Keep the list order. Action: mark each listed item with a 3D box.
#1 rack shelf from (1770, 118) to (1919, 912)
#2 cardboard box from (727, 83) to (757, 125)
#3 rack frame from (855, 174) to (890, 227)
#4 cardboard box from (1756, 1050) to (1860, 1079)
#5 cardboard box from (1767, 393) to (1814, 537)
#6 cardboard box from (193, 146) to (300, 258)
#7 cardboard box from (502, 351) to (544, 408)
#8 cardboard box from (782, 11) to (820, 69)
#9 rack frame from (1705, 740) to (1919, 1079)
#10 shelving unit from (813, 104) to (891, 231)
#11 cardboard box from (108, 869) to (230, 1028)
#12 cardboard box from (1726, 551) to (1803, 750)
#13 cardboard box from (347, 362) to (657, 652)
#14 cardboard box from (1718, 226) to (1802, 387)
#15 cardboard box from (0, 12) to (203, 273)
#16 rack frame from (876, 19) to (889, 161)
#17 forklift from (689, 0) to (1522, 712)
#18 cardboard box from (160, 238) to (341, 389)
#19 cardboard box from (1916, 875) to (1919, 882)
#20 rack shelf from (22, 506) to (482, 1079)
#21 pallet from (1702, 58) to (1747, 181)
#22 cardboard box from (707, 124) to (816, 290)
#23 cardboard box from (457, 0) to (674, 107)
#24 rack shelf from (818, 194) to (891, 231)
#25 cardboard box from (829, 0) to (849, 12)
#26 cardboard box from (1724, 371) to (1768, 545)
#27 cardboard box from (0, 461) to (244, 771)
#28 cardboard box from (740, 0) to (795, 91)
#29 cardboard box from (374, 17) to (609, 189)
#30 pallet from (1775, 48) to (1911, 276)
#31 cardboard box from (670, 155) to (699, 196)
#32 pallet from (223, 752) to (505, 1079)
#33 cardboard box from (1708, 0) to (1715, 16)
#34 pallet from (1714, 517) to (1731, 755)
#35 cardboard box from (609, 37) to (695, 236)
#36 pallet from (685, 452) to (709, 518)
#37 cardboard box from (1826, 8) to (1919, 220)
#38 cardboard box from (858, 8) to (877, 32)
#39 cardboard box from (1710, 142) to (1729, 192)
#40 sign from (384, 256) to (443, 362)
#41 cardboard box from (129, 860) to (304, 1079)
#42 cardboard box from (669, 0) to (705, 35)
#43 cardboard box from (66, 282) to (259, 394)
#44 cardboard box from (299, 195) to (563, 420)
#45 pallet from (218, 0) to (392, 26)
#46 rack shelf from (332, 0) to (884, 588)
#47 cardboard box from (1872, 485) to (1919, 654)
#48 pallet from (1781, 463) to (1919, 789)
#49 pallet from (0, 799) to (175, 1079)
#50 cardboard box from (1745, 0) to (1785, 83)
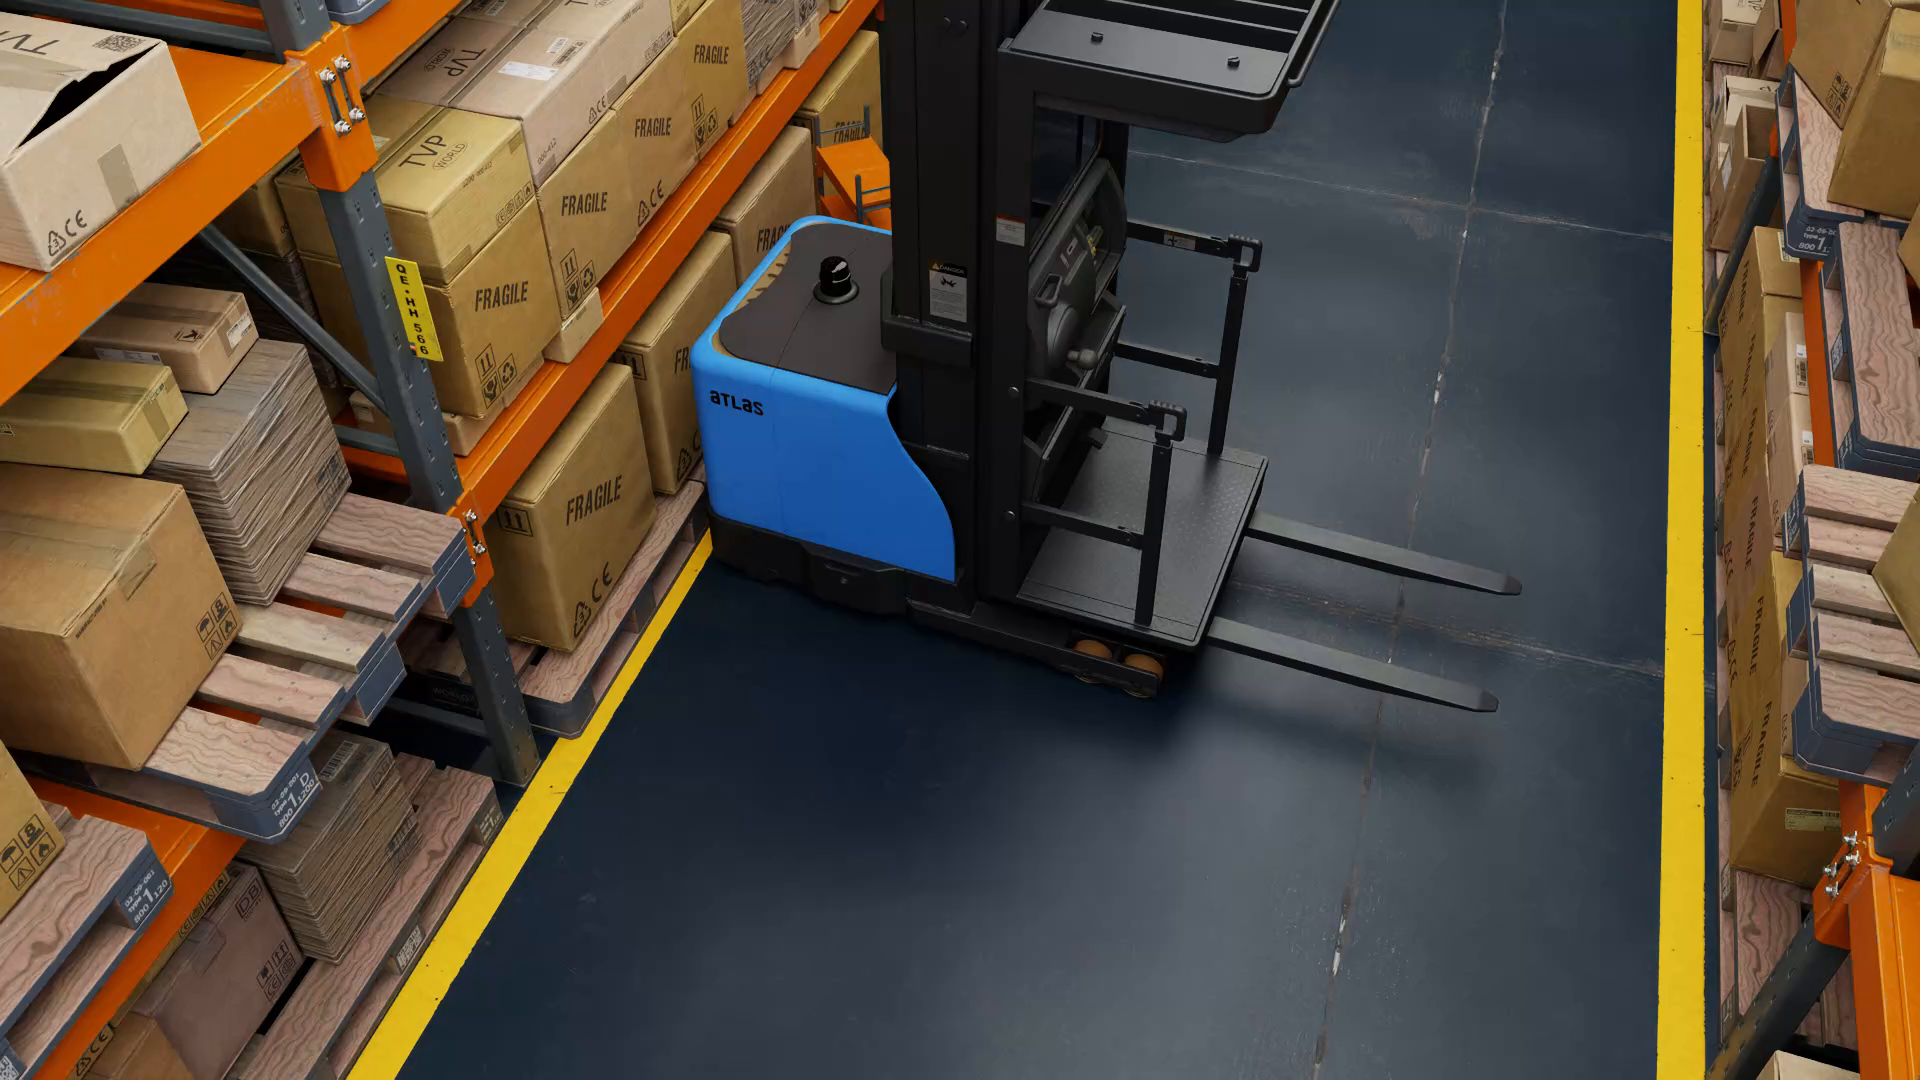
[{"bbox_3d":[3.341,-0.369,5.497,1.077,0.370,4.000,13,46,13],"label":"rack shelf"},{"bbox_3d":[-1.035,-1.801,6.611,0.380,0.149,0.250,11,46,11],"label":"cardboard box"},{"bbox_3d":[-0.298,-1.023,6.938,0.240,1.200,0.015,-17,47,-16],"label":"rack frame"},{"bbox_3d":[2.297,1.626,4.208,0.500,0.311,0.500,14,46,14],"label":"cardboard box"},{"bbox_3d":[3.113,-0.219,5.766,0.500,0.250,0.500,12,46,12],"label":"cardboard box"},{"bbox_3d":[-2.097,-1.114,4.909,0.500,0.250,0.500,14,46,14],"label":"cardboard box"},{"bbox_3d":[-1.582,-0.594,5.377,0.380,0.149,0.250,13,46,13],"label":"cardboard box"},{"bbox_3d":[-0.808,-2.113,6.930,0.380,0.149,0.250,13,46,13],"label":"cardboard box"},{"bbox_3d":[2.735,0.707,3.883,1.000,3.000,0.127,13,46,13],"label":"rack frame"},{"bbox_3d":[-0.393,-1.180,7.098,0.258,1.200,0.503,-17,47,-16],"label":"shelving unit"},{"bbox_3d":[-2.388,0.986,4.534,0.500,0.250,0.500,13,46,13],"label":"cardboard box"},{"bbox_3d":[2.952,0.425,5.644,0.500,0.500,0.500,11,45,11],"label":"cardboard box"},{"bbox_3d":[-1.639,-0.184,6.030,0.750,0.750,0.750,12,46,12],"label":"cardboard box"},{"bbox_3d":[3.568,-0.952,7.051,0.500,0.500,0.500,11,45,11],"label":"cardboard box"},{"bbox_3d":[-1.948,-0.850,3.379,0.500,0.311,0.500,13,46,13],"label":"cardboard box"},{"bbox_3d":[-0.776,-3.006,7.677,1.000,3.000,0.127,13,46,13],"label":"rack frame"},{"bbox_3d":[0.585,-0.889,5.562,3.031,2.935,1.130,15,46,15],"label":"forklift"},{"bbox_3d":[-2.095,-0.860,5.185,0.500,0.500,0.500,13,46,13],"label":"cardboard box"},{"bbox_3d":[3.298,0.850,5.209,0.500,0.500,0.500,11,45,11],"label":"cardboard box"},{"bbox_3d":[-2.593,1.250,3.842,1.077,0.370,4.000,13,46,13],"label":"rack shelf"},{"bbox_3d":[4.523,-2.236,8.884,1.003,0.211,1.213,13,46,13],"label":"pallet"},{"bbox_3d":[-1.115,-1.334,7.205,0.750,0.750,0.750,14,46,14],"label":"cardboard box"},{"bbox_3d":[-1.294,-1.698,5.506,0.500,0.250,0.500,13,46,13],"label":"cardboard box"},{"bbox_3d":[-0.393,-1.292,6.989,0.258,0.148,0.480,-17,47,-16],"label":"rack shelf"},{"bbox_3d":[-0.662,-2.465,7.290,0.380,0.149,0.250,13,46,13],"label":"cardboard box"},{"bbox_3d":[3.258,-0.263,6.347,0.500,0.500,0.500,13,46,13],"label":"cardboard box"},{"bbox_3d":[-2.263,0.161,4.055,0.700,0.500,0.500,9,45,9],"label":"cardboard box"},{"bbox_3d":[-0.981,-2.119,6.472,0.500,0.500,0.500,13,46,13],"label":"cardboard box"},{"bbox_3d":[-1.442,-1.364,5.164,0.500,0.250,0.500,12,46,12],"label":"cardboard box"},{"bbox_3d":[3.600,-1.381,6.154,1.003,0.211,1.213,13,46,13],"label":"pallet"},{"bbox_3d":[-1.213,-1.452,6.255,0.380,0.149,0.250,13,46,13],"label":"cardboard box"},{"bbox_3d":[-2.225,1.177,5.396,1.003,0.211,1.213,13,46,13],"label":"pallet"},{"bbox_3d":[4.571,-3.164,9.491,0.500,0.250,0.500,13,46,13],"label":"cardboard box"},{"bbox_3d":[3.368,0.403,6.187,1.003,0.211,1.213,13,46,13],"label":"pallet"},{"bbox_3d":[-1.277,-1.436,5.775,0.500,0.500,0.500,12,46,12],"label":"cardboard box"},{"bbox_3d":[-1.305,-0.663,7.277,1.003,0.211,1.213,13,46,13],"label":"pallet"},{"bbox_3d":[3.442,-1.405,5.669,0.700,0.500,0.500,19,48,19],"label":"cardboard box"},{"bbox_3d":[-0.452,-2.740,8.892,0.700,0.500,0.500,13,46,13],"label":"cardboard box"},{"bbox_3d":[3.905,-1.800,8.169,0.380,0.149,0.250,13,46,13],"label":"cardboard box"},{"bbox_3d":[-1.467,-0.617,4.464,0.100,0.325,0.005,13,46,13],"label":"sign"},{"bbox_3d":[-2.422,1.206,4.846,0.700,0.500,0.500,12,46,12],"label":"cardboard box"},{"bbox_3d":[-1.146,-2.039,5.855,0.500,0.250,0.500,12,46,12],"label":"cardboard box"},{"bbox_3d":[-2.063,-0.528,4.295,0.380,0.149,0.250,7,45,7],"label":"cardboard box"},{"bbox_3d":[-1.596,-0.759,5.082,0.500,0.500,0.500,14,46,14],"label":"cardboard box"},{"bbox_3d":[-1.843,-1.785,4.420,1.213,0.211,1.003,15,46,14],"label":"pallet"},{"bbox_3d":[-1.381,-1.416,6.567,1.077,0.370,4.000,13,46,13],"label":"rack shelf"},{"bbox_3d":[2.818,0.077,4.154,0.700,0.500,0.500,-1,44,-1],"label":"cardboard box"},{"bbox_3d":[2.873,0.309,4.427,1.213,0.211,1.003,13,46,13],"label":"pallet"},{"bbox_3d":[-2.548,1.057,3.662,1.003,0.211,1.213,13,46,13],"label":"pallet"},{"bbox_3d":[4.510,-2.478,8.608,0.797,0.503,0.637,13,46,13],"label":"cardboard box"}]
